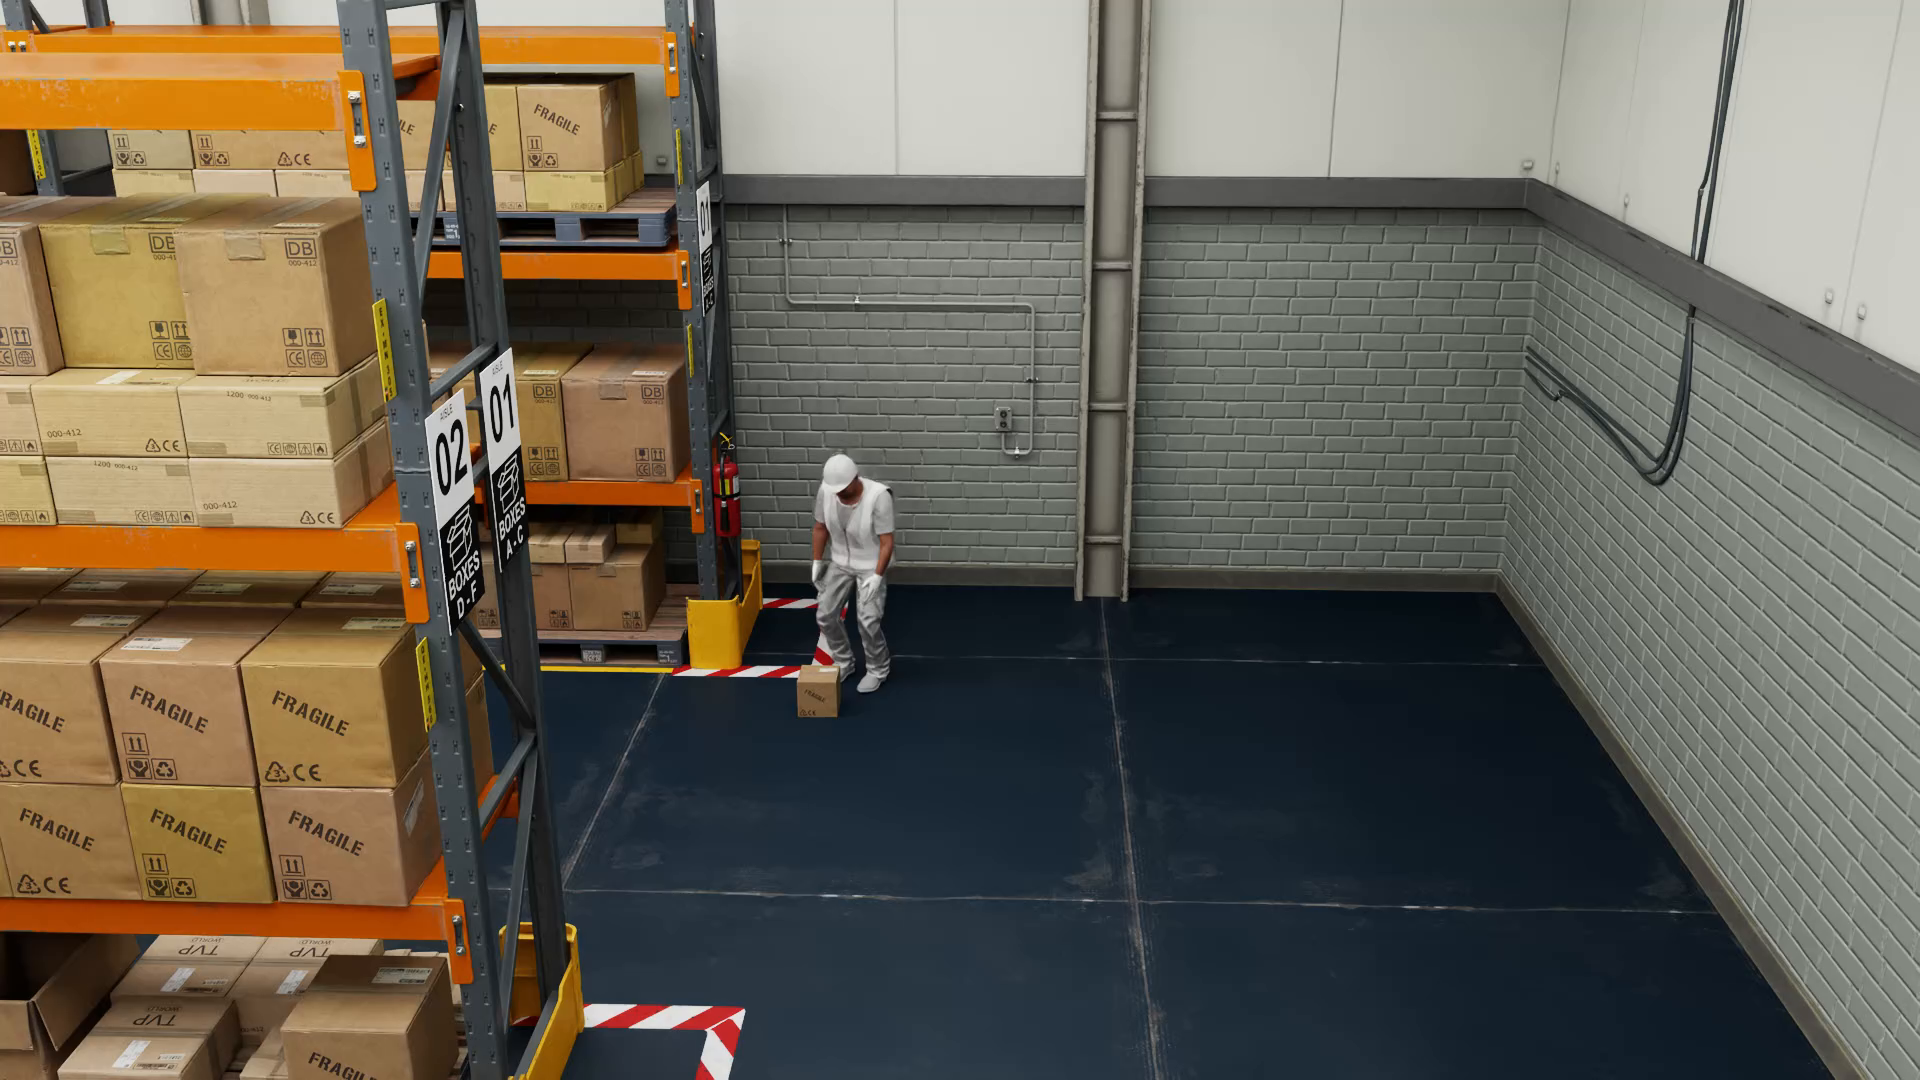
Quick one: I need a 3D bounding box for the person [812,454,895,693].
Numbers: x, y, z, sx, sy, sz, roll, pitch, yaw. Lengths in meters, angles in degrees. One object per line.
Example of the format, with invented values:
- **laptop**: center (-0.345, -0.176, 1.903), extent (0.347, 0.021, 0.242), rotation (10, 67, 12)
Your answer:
- **person**: center (-0.670, 0.189, 10.750), extent (0.594, 1.644, 0.584), rotation (12, 23, 28)
